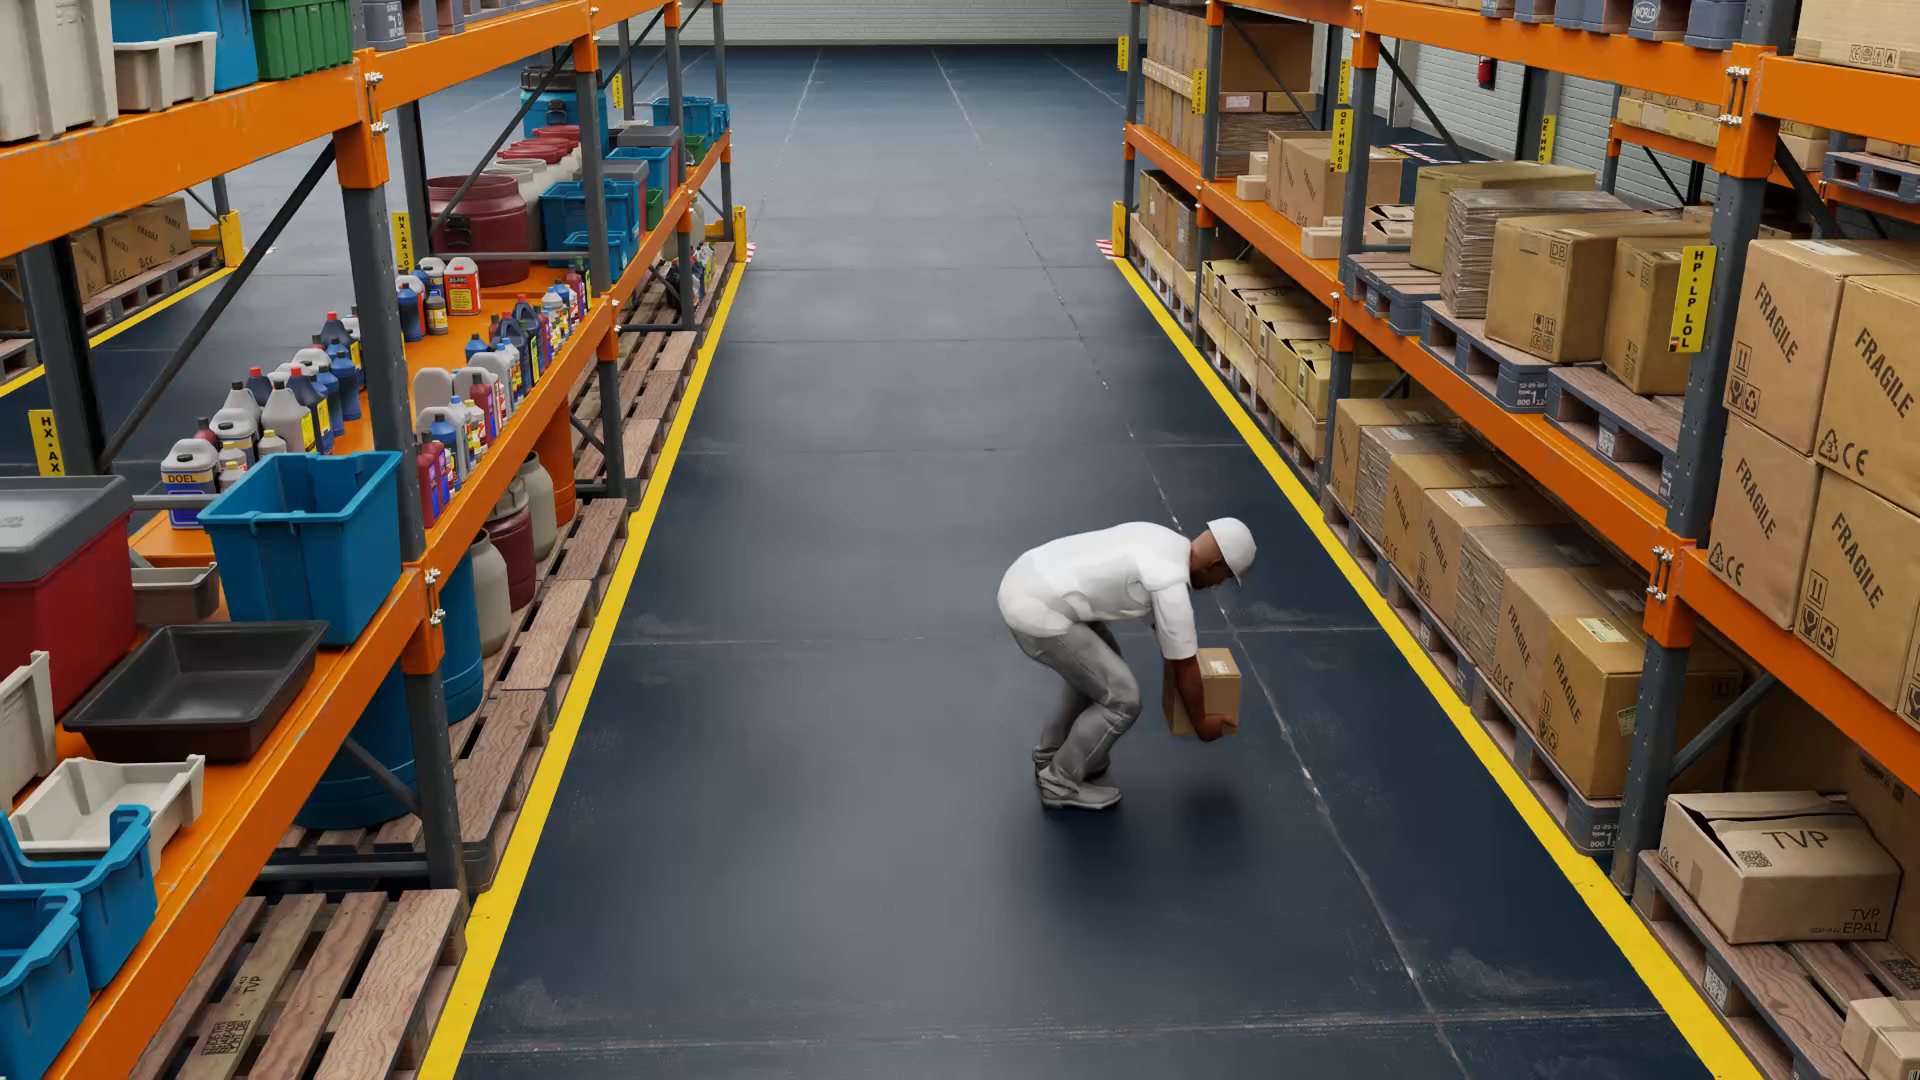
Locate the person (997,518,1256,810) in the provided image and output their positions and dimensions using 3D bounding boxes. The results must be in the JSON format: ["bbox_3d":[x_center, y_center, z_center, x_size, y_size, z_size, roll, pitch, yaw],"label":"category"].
[{"bbox_3d":[0.628,0.443,6.325,0.965,1.083,0.515,-2,20,-6],"label":"person"}]
